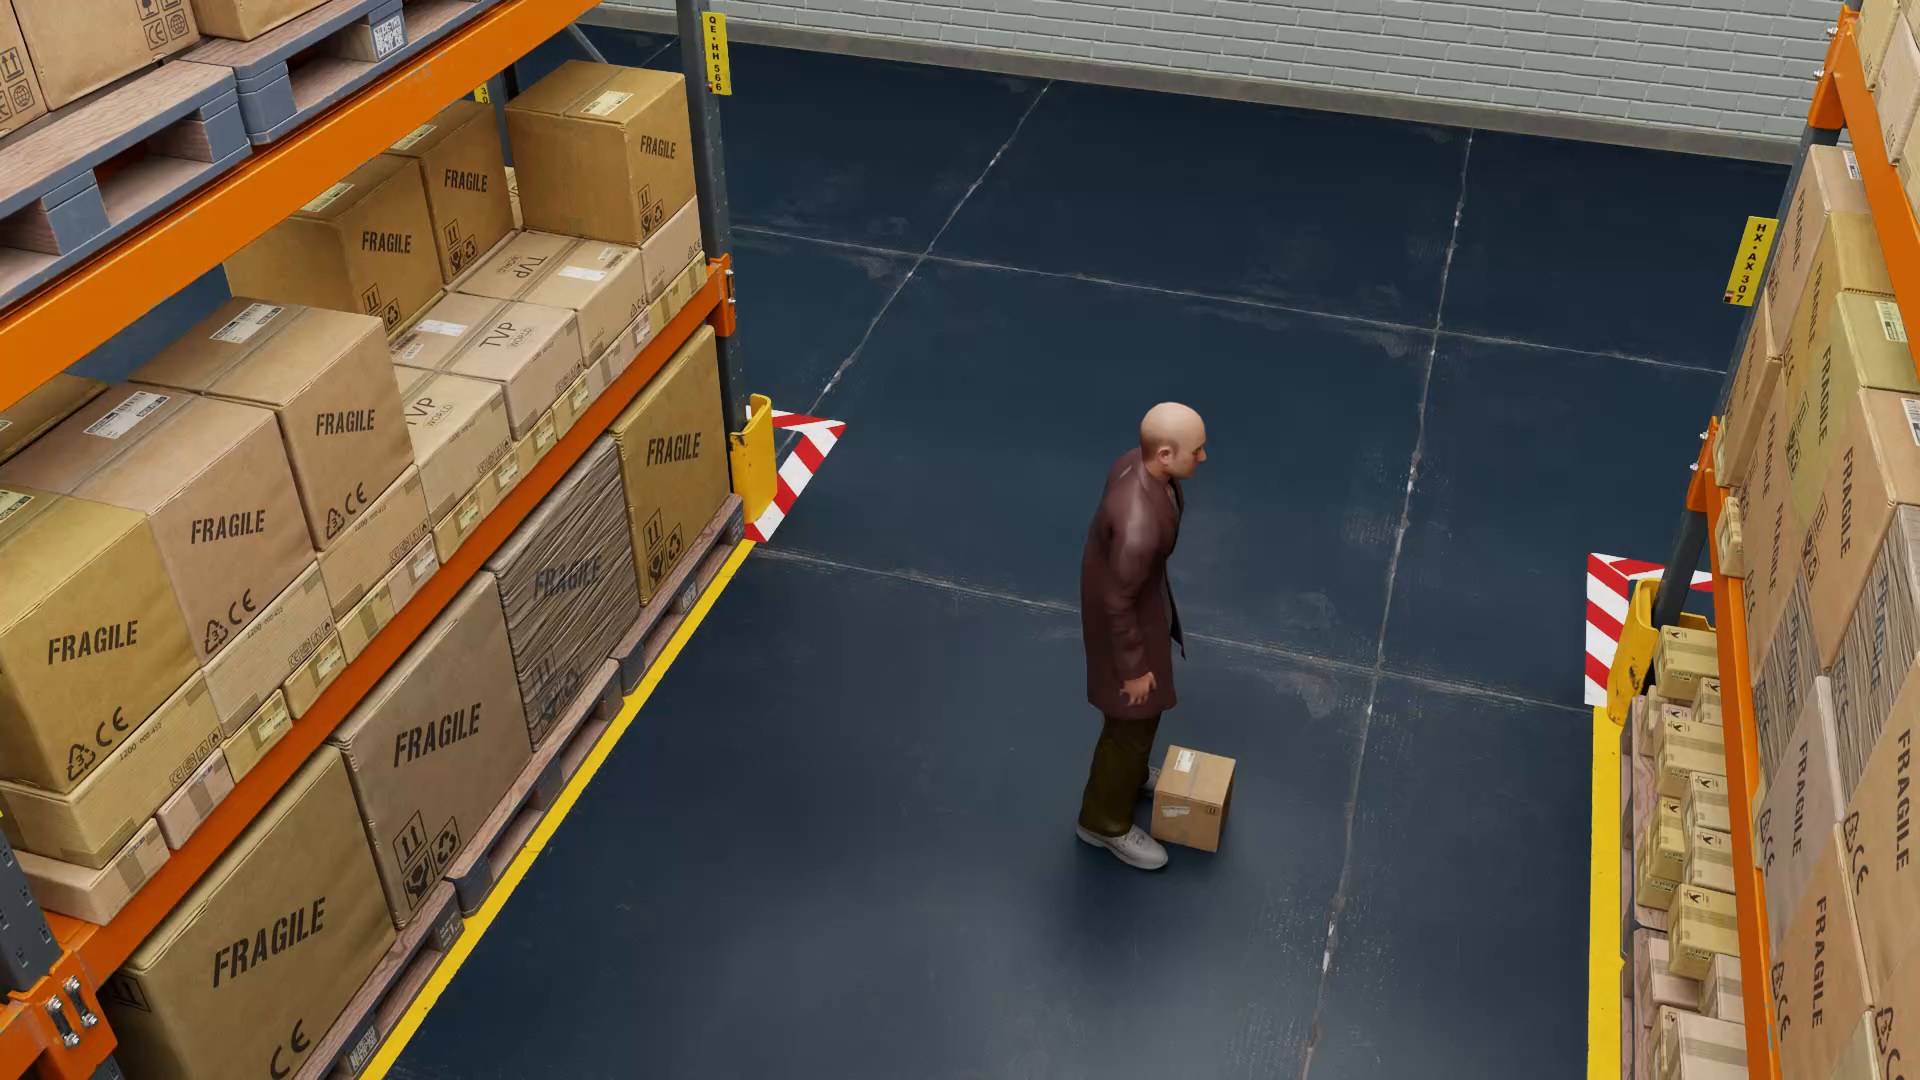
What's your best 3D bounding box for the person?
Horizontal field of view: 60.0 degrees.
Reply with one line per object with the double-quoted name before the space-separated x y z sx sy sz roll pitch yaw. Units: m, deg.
"person" 0.624 0.298 5.761 0.429 1.772 0.647 8 37 11
